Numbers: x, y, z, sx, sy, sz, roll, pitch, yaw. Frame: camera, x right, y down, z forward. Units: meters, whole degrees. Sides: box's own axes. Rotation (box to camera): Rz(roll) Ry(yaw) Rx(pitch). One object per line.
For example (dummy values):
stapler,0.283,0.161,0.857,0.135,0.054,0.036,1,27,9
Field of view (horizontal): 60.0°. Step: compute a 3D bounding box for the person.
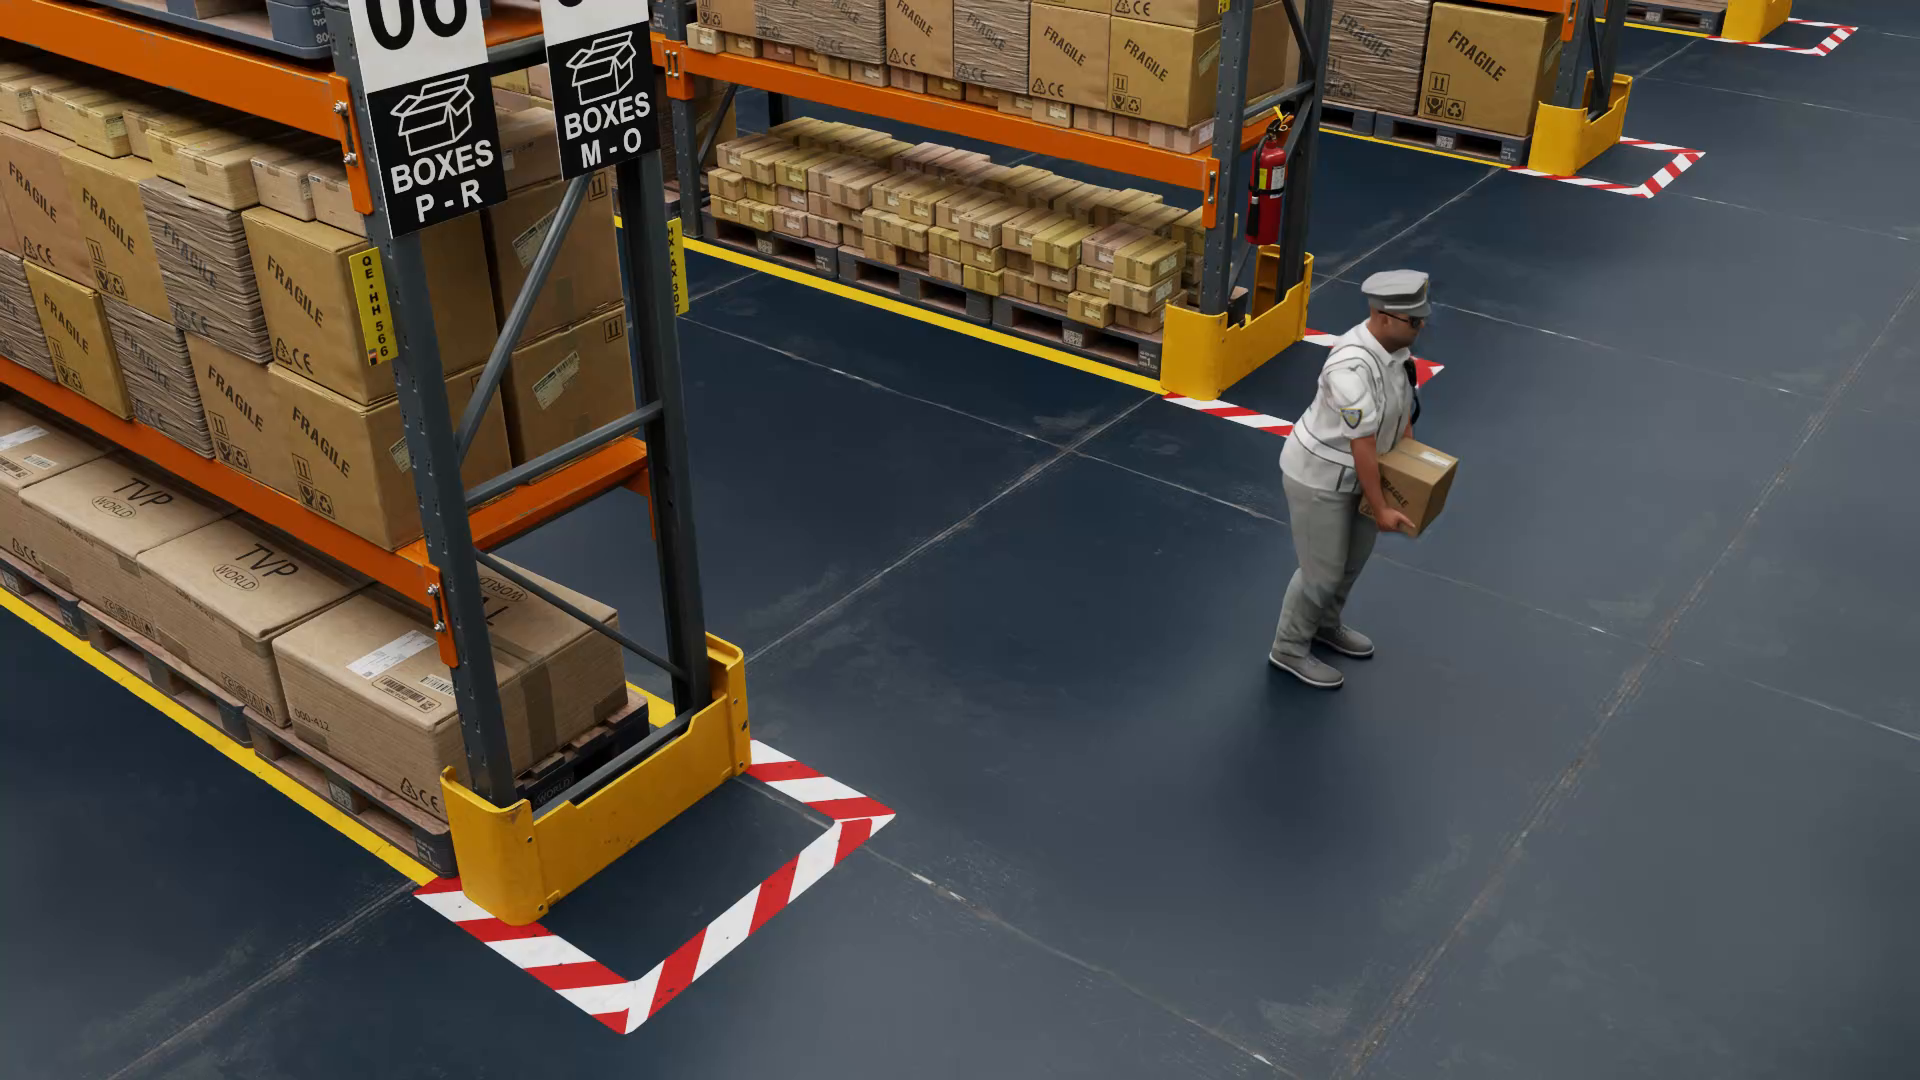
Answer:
person,1.573,-0.239,6.547,0.597,1.741,0.483,20,36,30
